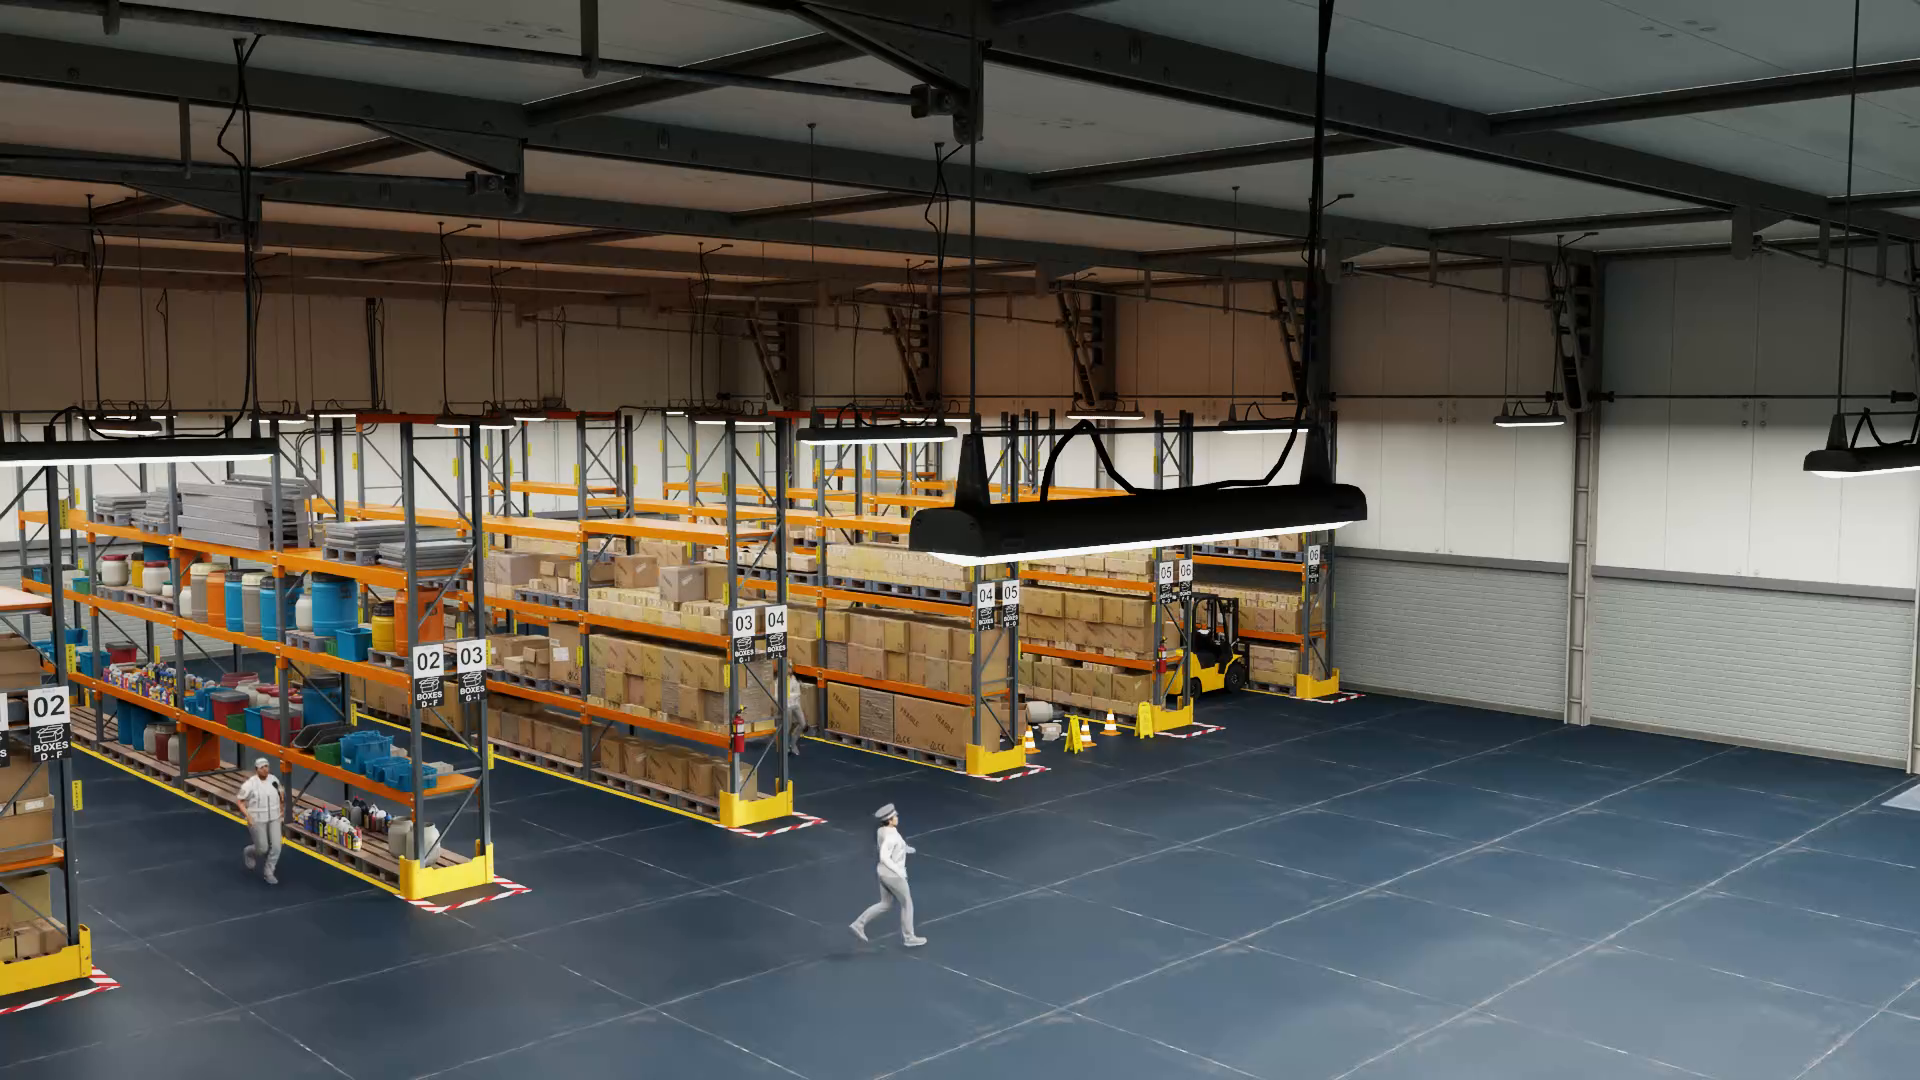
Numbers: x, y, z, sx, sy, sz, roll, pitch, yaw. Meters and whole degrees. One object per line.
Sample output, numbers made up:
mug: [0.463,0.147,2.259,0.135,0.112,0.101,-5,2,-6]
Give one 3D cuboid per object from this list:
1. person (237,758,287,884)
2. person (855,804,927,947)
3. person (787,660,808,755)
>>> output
person: [-9.068,3.652,21.691,0.550,1.627,0.616,5,7,45]
person: [-0.769,3.843,18.999,0.841,1.667,0.626,-2,5,-22]
person: [-2.926,2.950,29.278,0.654,1.711,0.592,4,6,38]
